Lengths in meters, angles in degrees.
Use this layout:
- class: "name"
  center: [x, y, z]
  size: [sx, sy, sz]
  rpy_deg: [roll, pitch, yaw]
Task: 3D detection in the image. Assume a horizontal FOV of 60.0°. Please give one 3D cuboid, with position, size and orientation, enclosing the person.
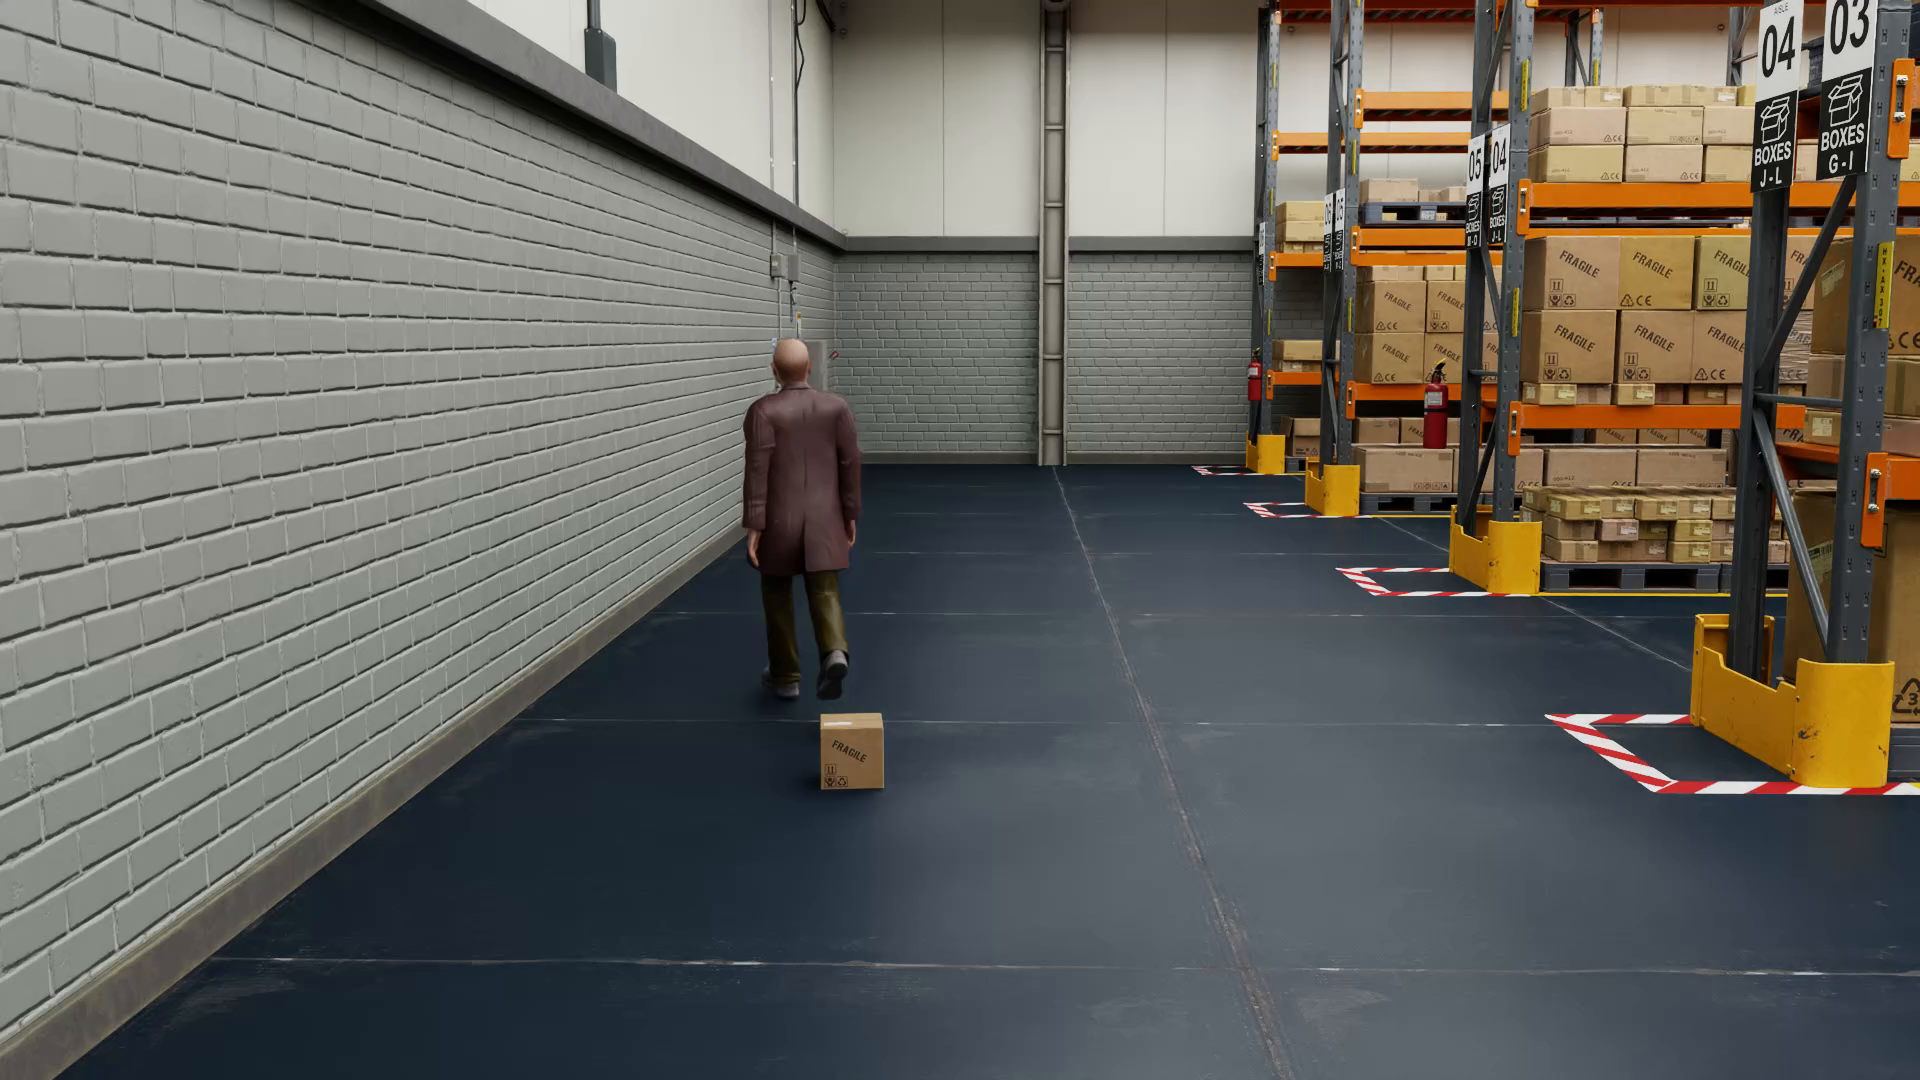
- class: "person"
  center: [-0.741, -0.081, 7.926]
  size: [0.602, 1.746, 0.990]
  rpy_deg: [-2, 7, -18]
